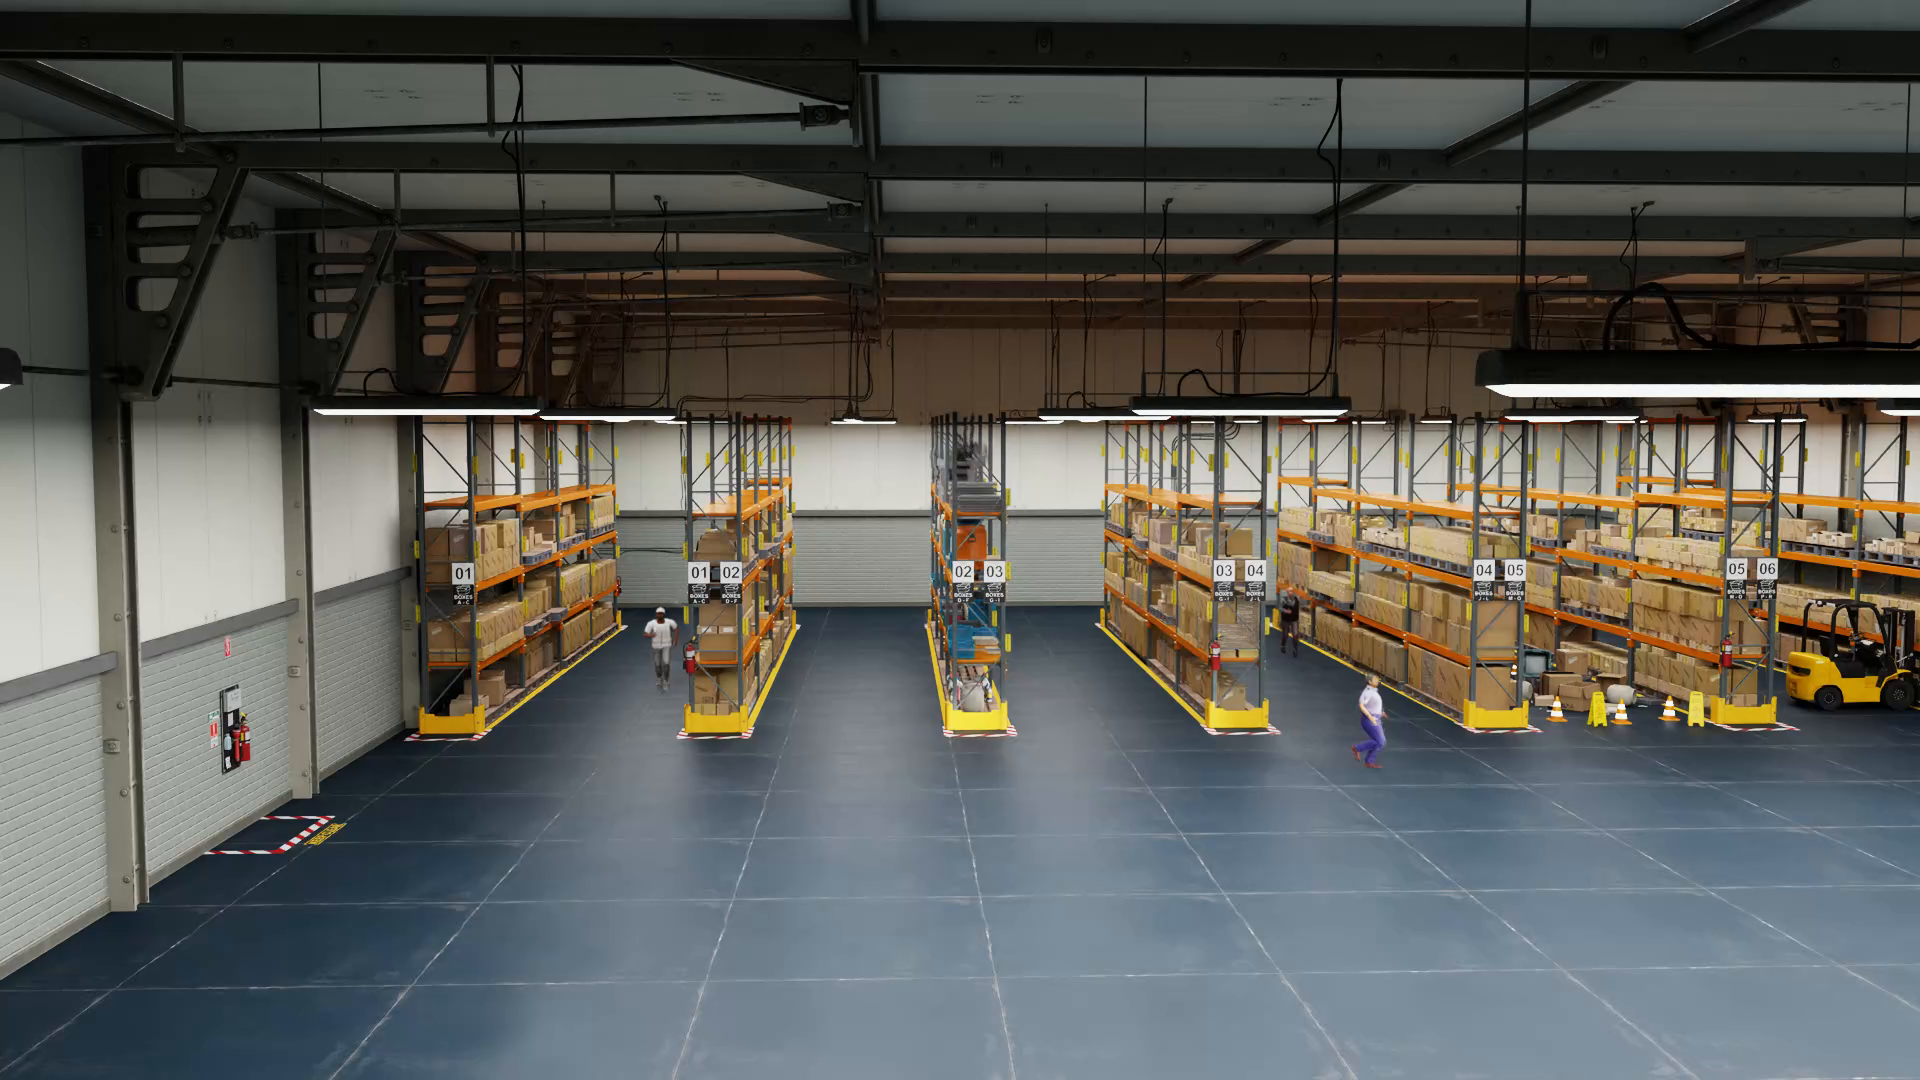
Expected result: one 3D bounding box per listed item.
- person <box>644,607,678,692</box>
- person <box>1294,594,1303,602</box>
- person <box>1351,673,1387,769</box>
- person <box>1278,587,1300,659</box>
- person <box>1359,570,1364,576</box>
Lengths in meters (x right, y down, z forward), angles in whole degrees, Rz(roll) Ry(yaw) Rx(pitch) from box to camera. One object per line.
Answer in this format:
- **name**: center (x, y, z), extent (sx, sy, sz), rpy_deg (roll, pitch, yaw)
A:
- **person**: center (-6.520, 2.371, 36.251), extent (0.720, 1.831, 0.787), rpy_deg (0, 4, -7)
- **person**: center (10.003, 1.590, 48.885), extent (0.545, 1.635, 0.581), rpy_deg (-1, 4, -14)
- **person**: center (6.872, 3.034, 27.902), extent (0.551, 1.605, 0.614), rpy_deg (2, 4, 22)
- **person**: center (8.202, 2.037, 41.427), extent (0.610, 1.754, 0.877), rpy_deg (0, 4, -2)
- **person**: center (11.401, 1.675, 47.421), extent (0.625, 1.674, 0.644), rpy_deg (-1, 4, -20)
